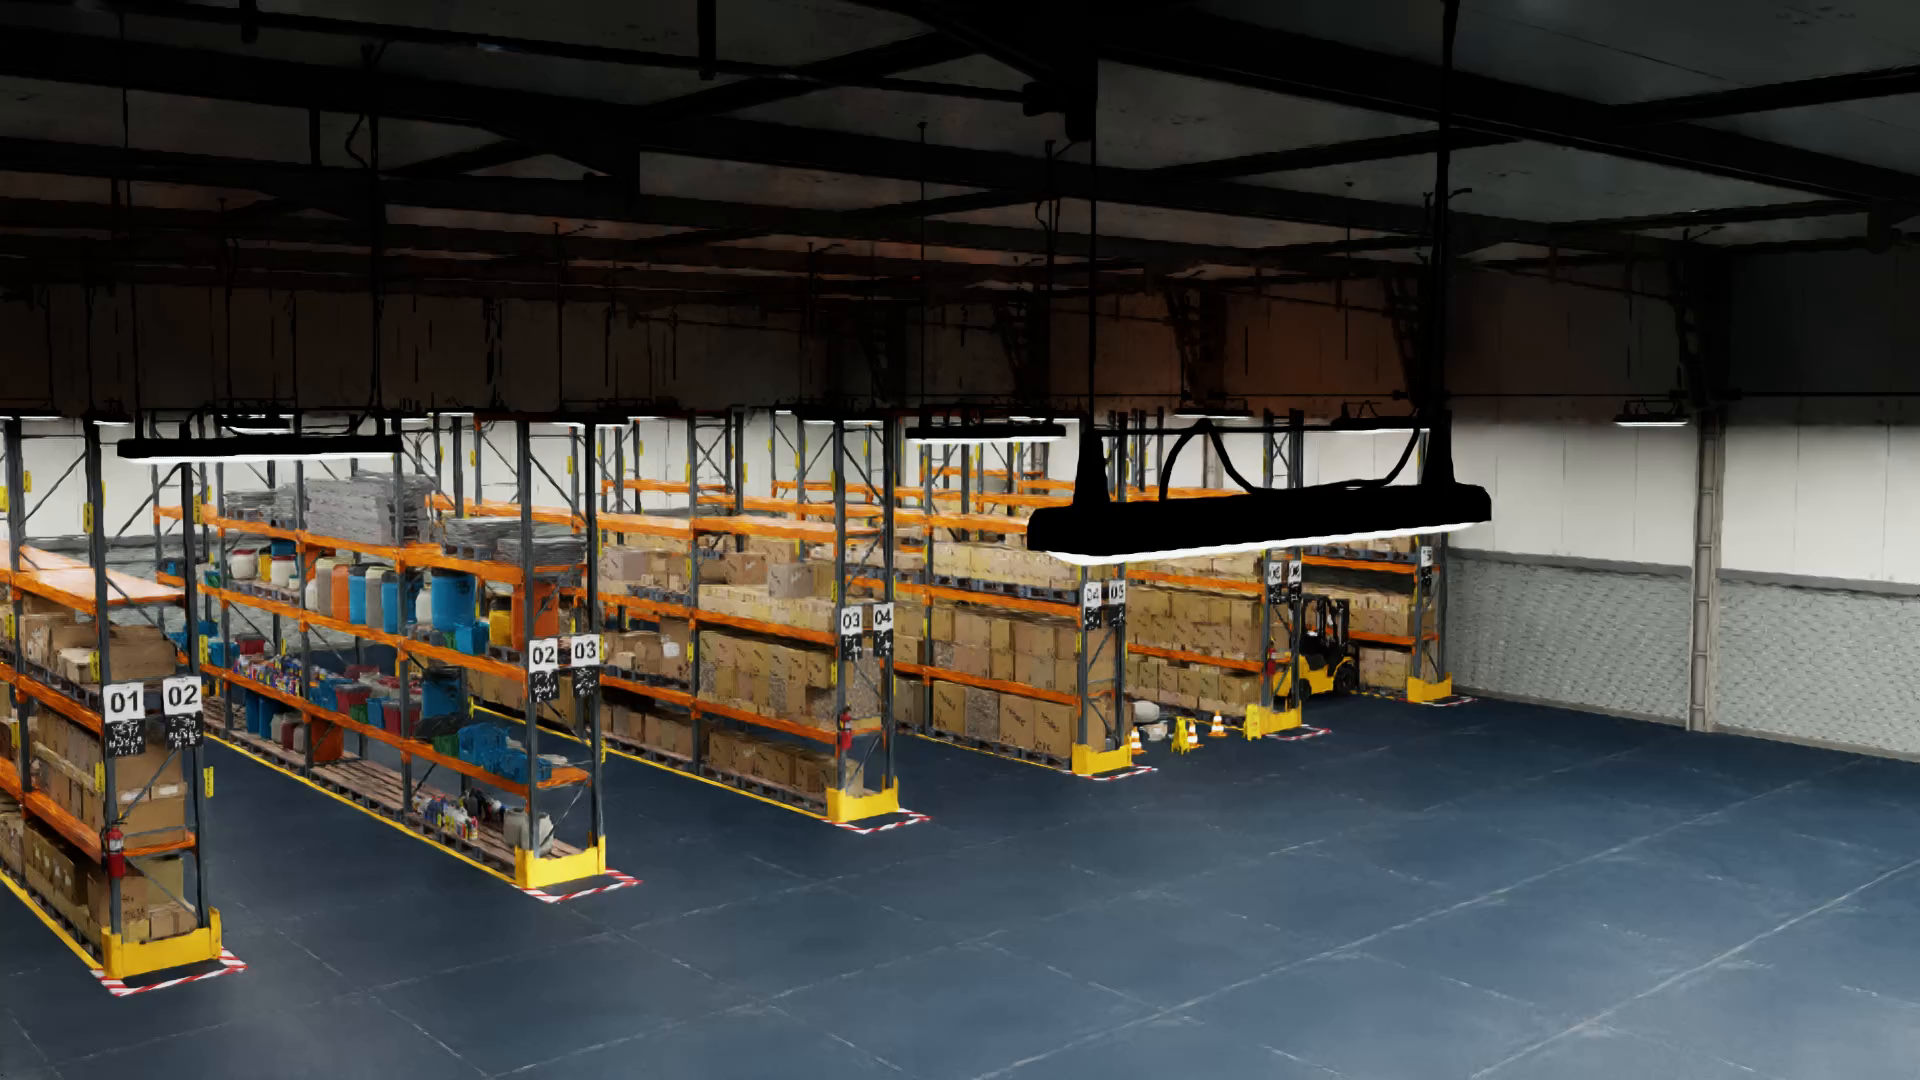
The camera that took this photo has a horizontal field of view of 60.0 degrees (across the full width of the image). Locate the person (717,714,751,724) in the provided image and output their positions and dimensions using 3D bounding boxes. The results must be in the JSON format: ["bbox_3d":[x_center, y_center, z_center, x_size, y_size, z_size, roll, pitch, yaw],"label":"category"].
[{"bbox_3d":[-4.371,2.660,32.040,0.736,1.717,0.903,-4,6,-36],"label":"person"}]

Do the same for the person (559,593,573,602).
[{"bbox_3d":[-9.907,1.785,42.138,0.562,1.712,0.610,1,5,16],"label":"person"}]
